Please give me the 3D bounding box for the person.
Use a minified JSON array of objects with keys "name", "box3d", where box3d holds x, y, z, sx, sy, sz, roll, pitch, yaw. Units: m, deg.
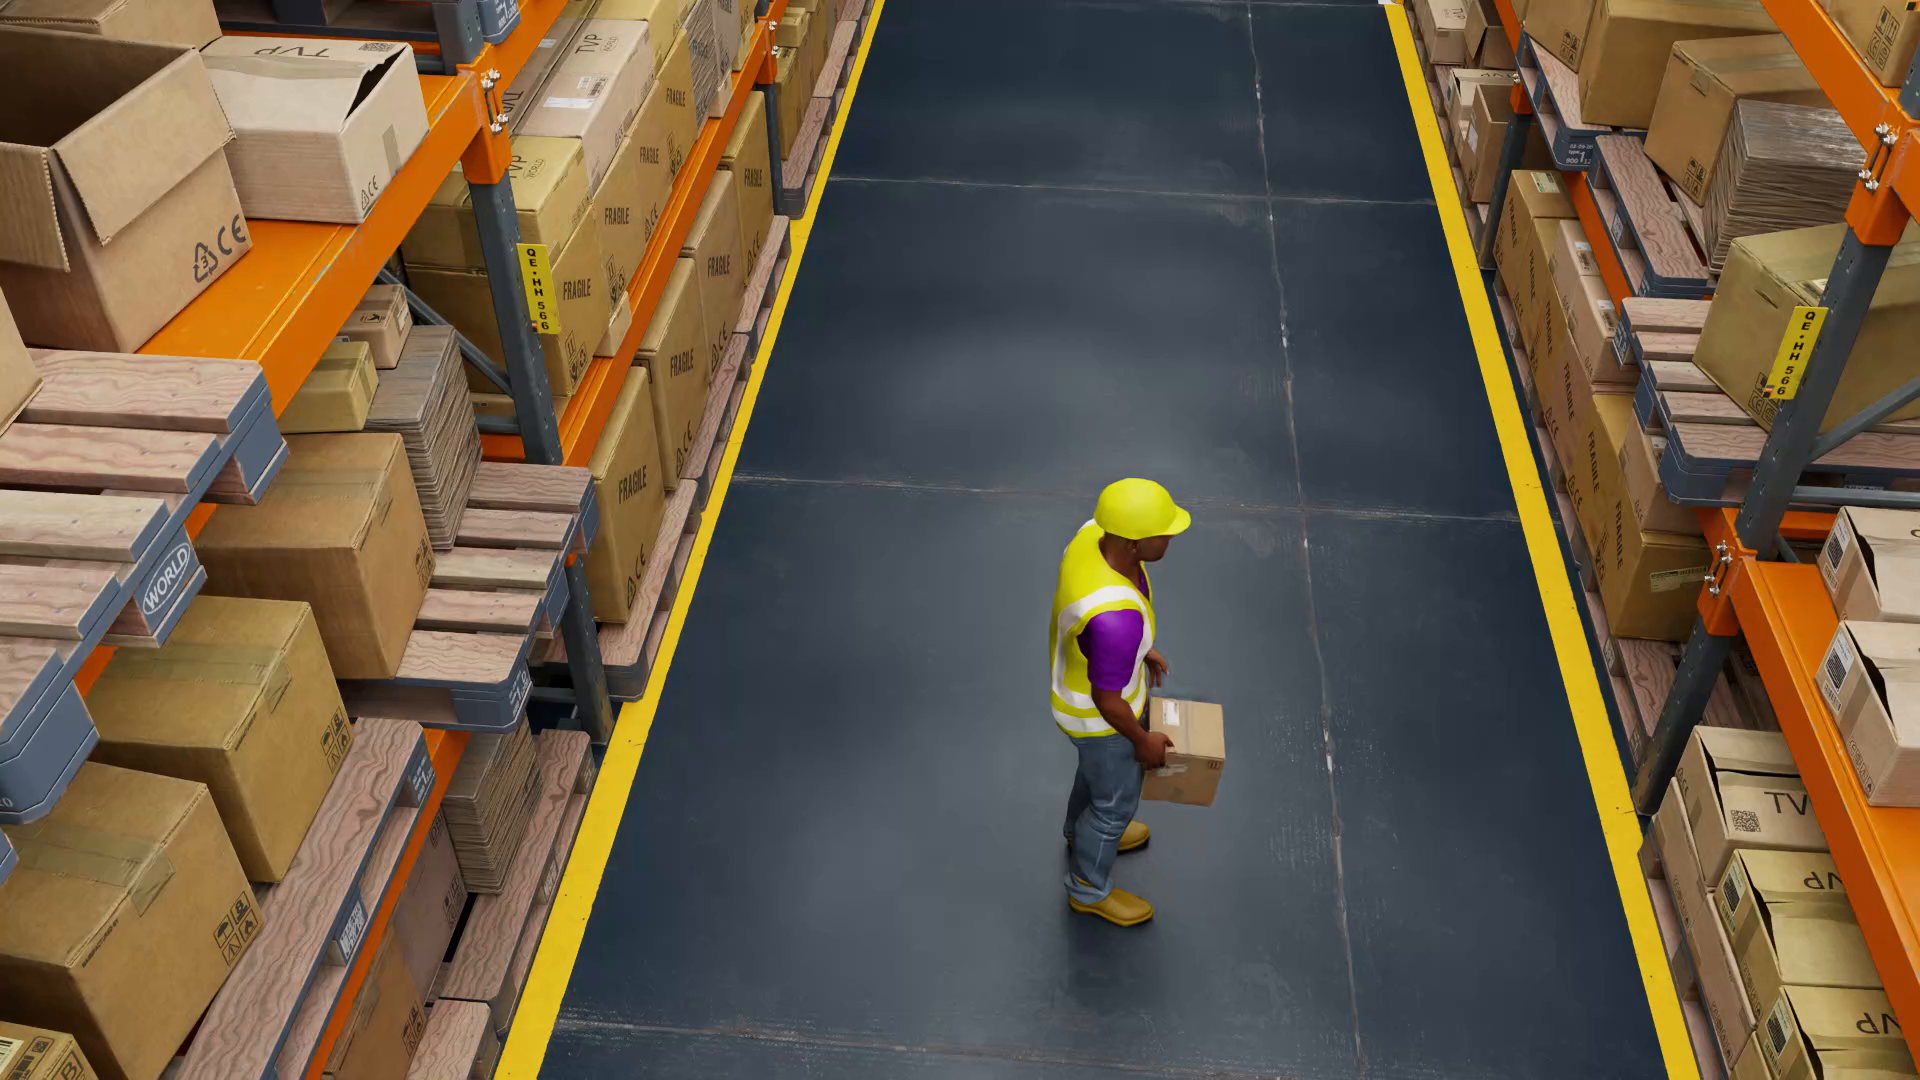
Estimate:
[{"name":"person","box3d":[0.496,0.516,5.519,0.422,1.766,0.583,2,40,3]}]
